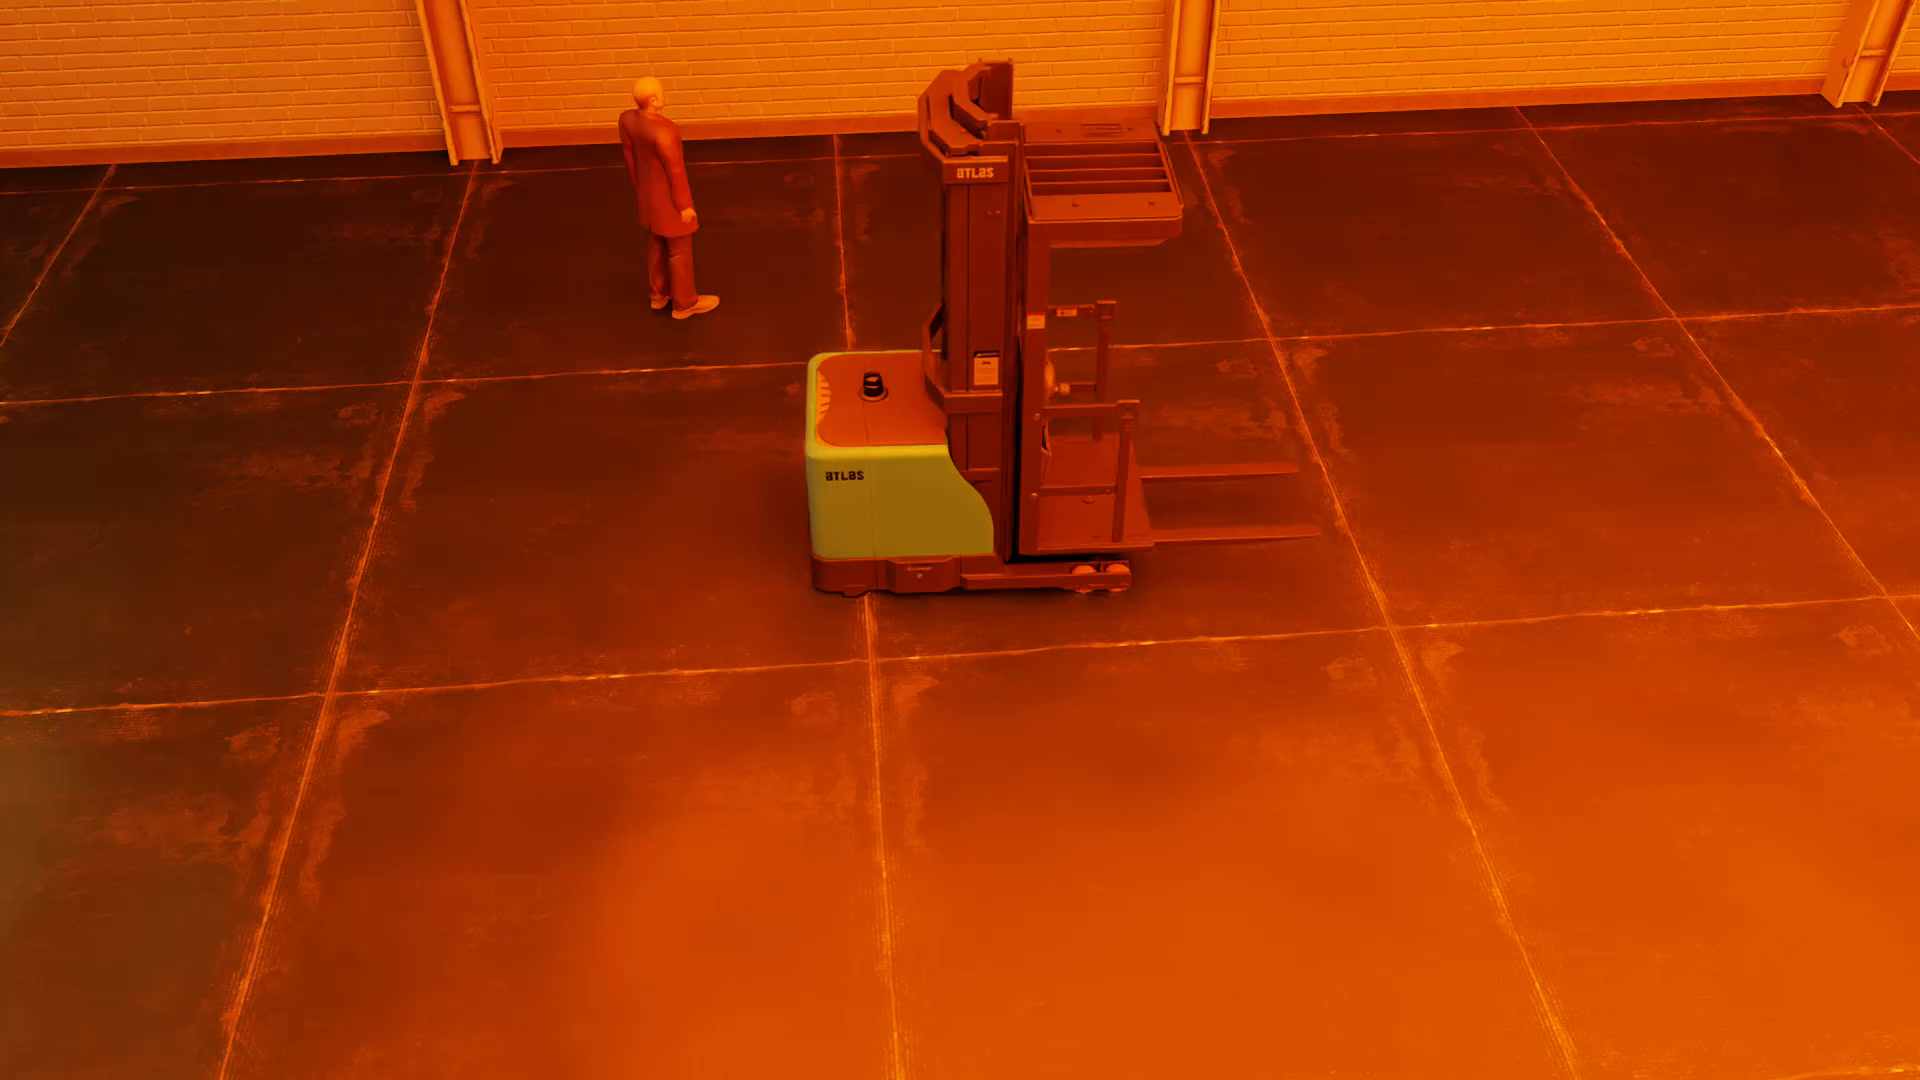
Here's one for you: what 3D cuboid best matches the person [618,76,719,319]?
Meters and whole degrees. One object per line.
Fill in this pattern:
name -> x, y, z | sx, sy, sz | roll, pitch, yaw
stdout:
person -> -2.054, -2.417, 11.647 | 0.572, 1.783, 0.385 | 31, 49, 31

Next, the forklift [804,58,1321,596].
forklift -> 0.619, -1.146, 9.278 | 3.031, 2.935, 1.130 | -2, 41, -2
